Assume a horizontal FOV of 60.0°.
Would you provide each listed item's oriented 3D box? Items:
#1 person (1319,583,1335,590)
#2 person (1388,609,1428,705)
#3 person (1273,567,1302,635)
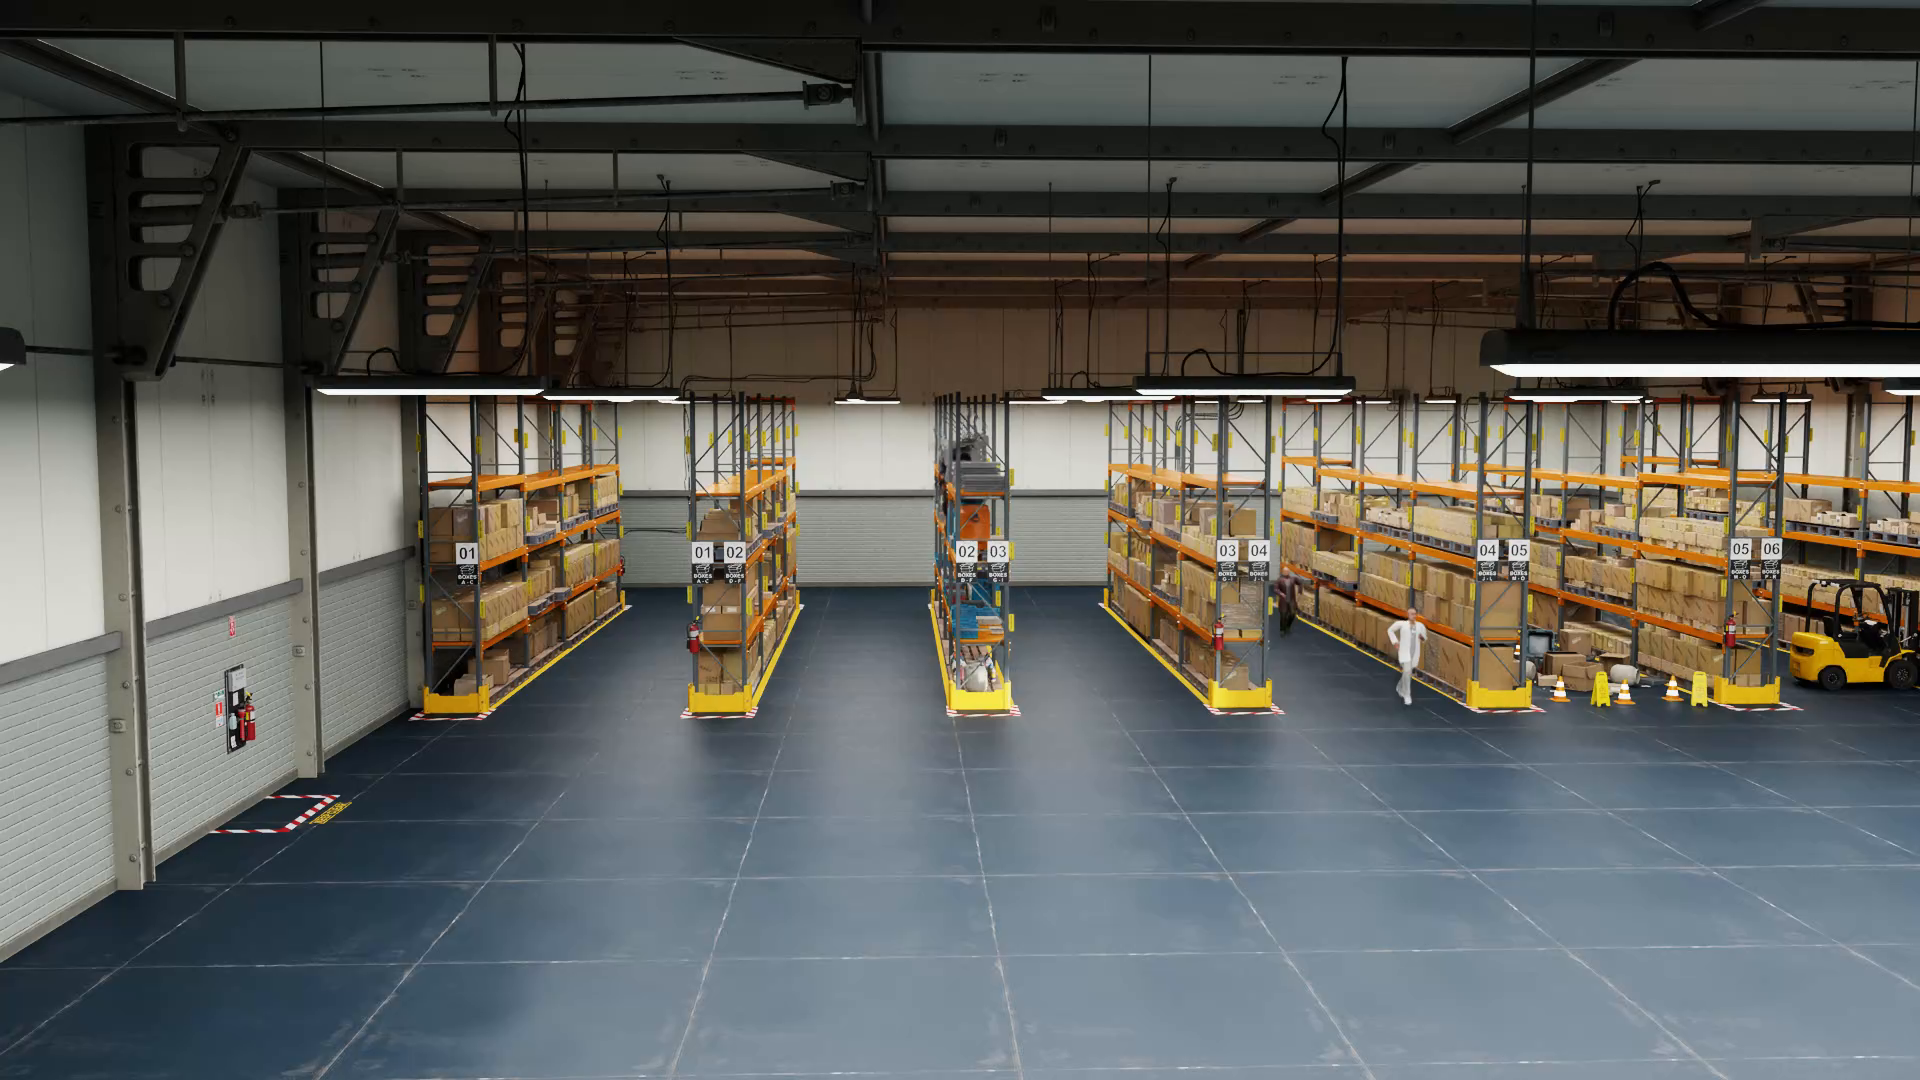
[{"bbox_3d":[10.784,1.001,49.040,0.679,1.655,0.602,0,5,-4],"label":"person"},{"bbox_3d":[8.725,2.229,32.318,0.686,1.805,0.917,-1,5,-10],"label":"person"},{"bbox_3d":[8.149,1.536,41.332,0.737,1.736,0.838,0,5,6],"label":"person"}]
